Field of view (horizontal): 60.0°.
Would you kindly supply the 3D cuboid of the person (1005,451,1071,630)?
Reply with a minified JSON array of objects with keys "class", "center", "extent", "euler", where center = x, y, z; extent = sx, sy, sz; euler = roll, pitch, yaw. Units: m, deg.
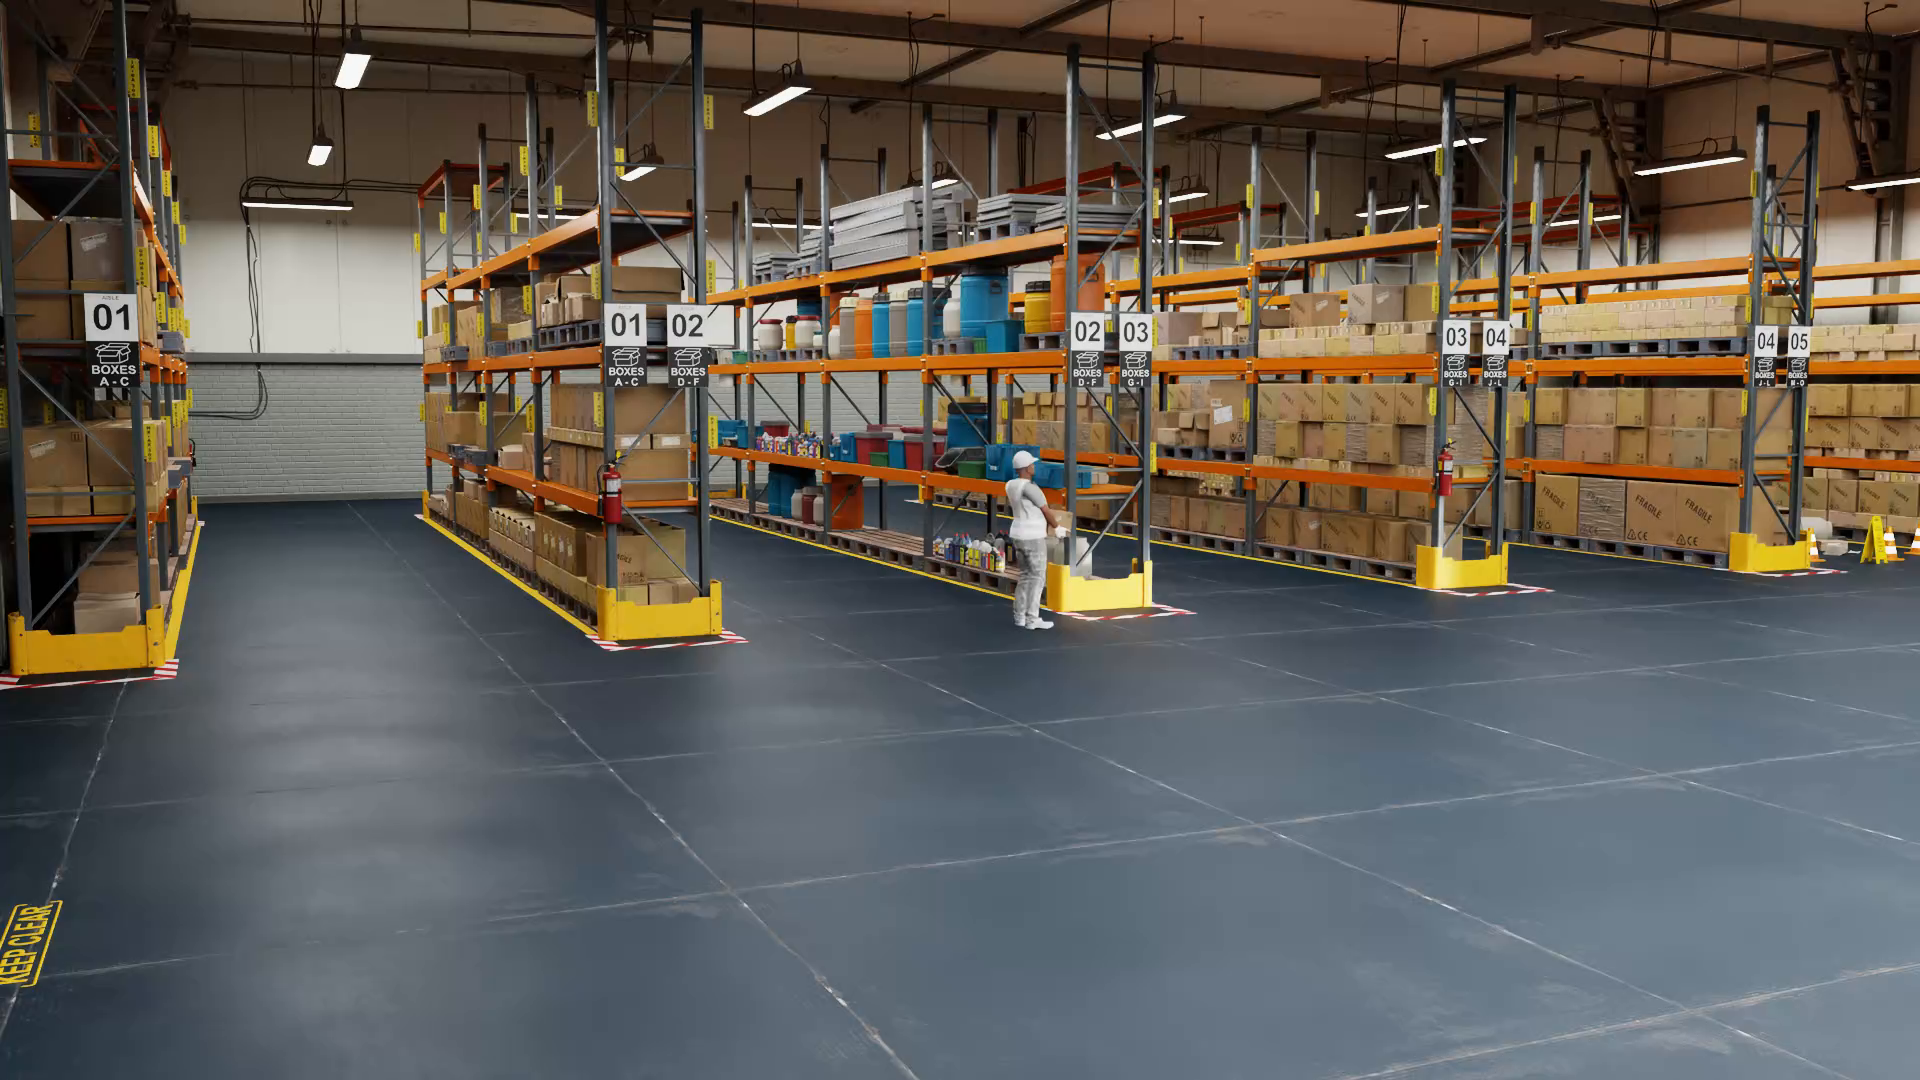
[{"class":"person","center":[0.786,-0.010,16.736],"extent":[0.584,1.778,0.487],"euler":[-2,6,-21]}]
